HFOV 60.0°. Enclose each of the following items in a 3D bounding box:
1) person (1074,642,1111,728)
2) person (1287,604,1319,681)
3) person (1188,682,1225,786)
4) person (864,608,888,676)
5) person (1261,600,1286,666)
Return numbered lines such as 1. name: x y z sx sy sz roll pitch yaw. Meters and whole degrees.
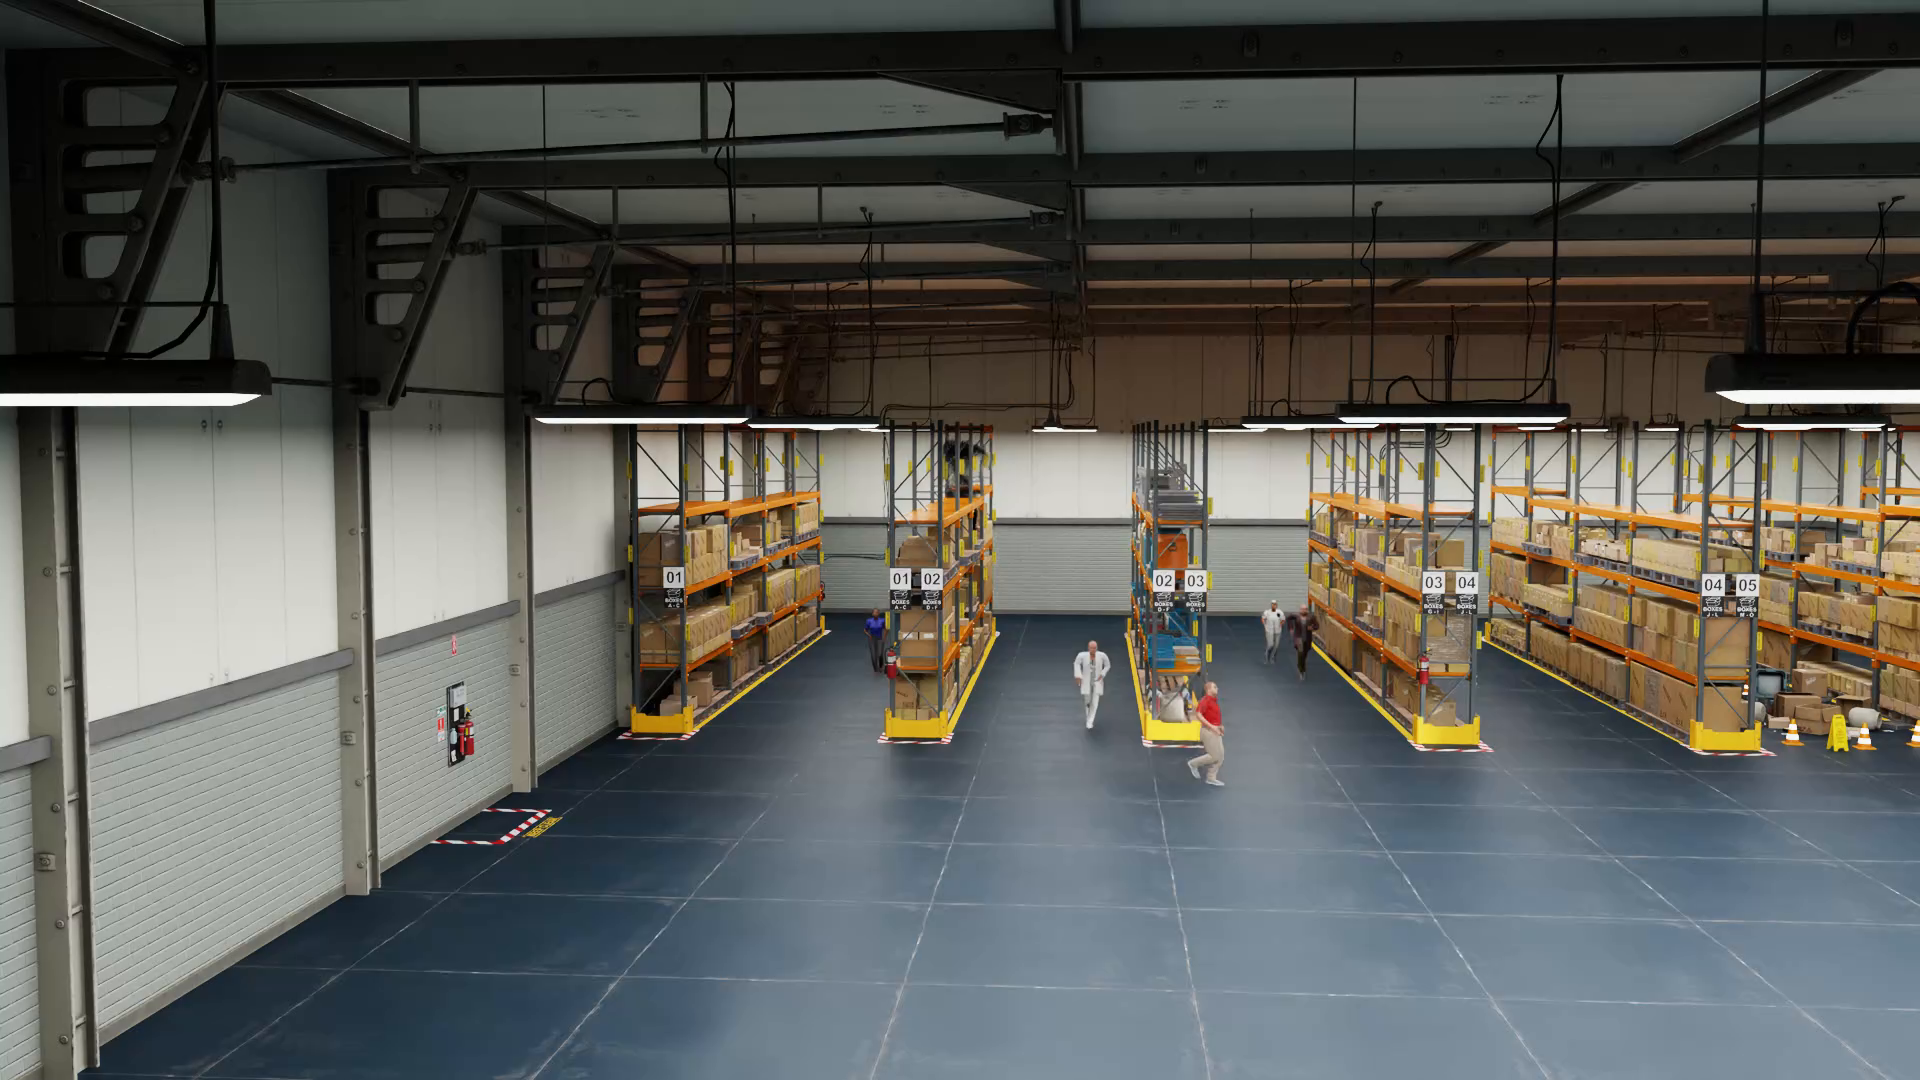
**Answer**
1. person: 2.591 2.820 32.710 0.700 1.717 0.805 0 4 -1
2. person: 8.063 2.381 39.167 0.702 1.801 1.054 0 4 0
3. person: 4.037 3.167 27.197 0.607 1.703 0.658 2 4 24
4. person: -1.993 2.426 39.386 0.575 1.598 0.561 0 4 -1
5. person: 7.763 2.306 41.096 0.580 1.658 0.638 0 4 2
